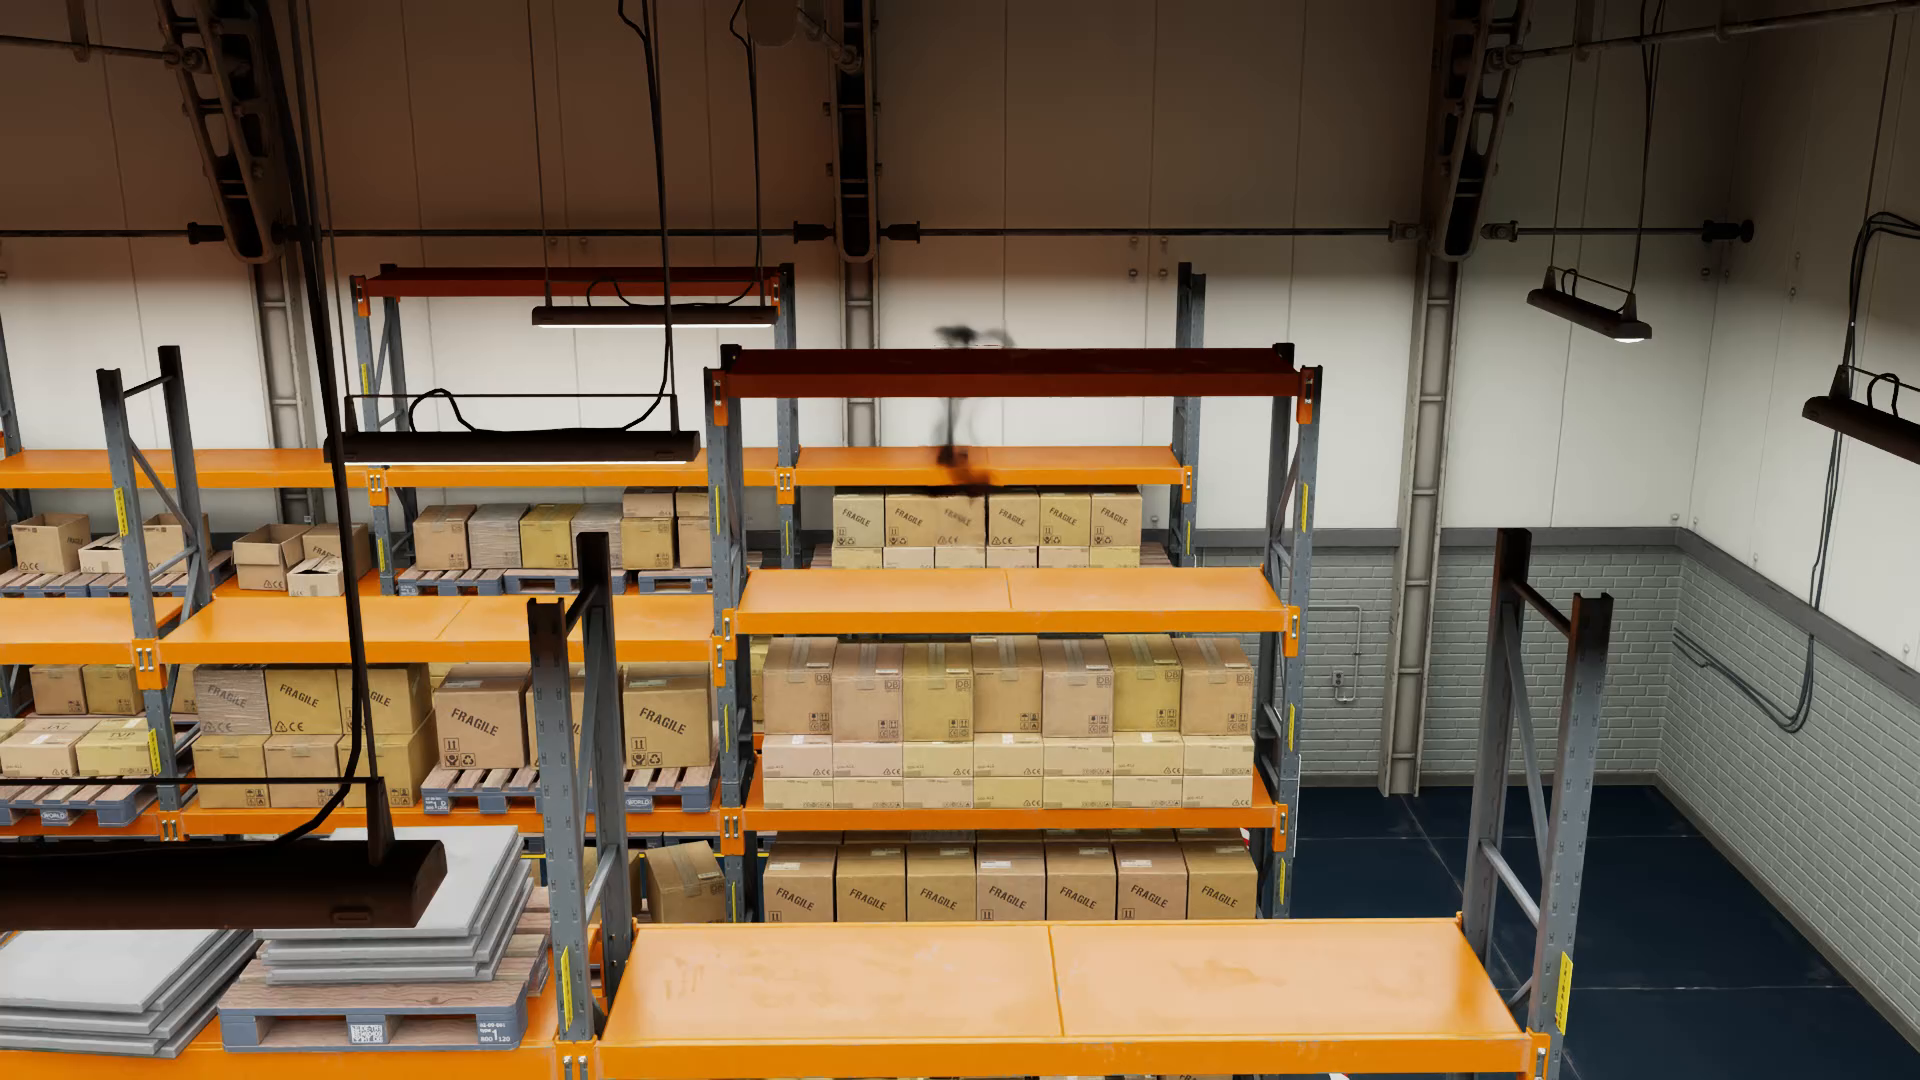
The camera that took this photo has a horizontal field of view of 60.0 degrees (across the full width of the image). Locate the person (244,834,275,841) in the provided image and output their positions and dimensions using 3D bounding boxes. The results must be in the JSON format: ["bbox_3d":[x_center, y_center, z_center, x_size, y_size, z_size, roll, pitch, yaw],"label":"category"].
[{"bbox_3d":[-6.547,3.025,15.512,0.820,1.499,0.591,-7,18,-23],"label":"person"}]
